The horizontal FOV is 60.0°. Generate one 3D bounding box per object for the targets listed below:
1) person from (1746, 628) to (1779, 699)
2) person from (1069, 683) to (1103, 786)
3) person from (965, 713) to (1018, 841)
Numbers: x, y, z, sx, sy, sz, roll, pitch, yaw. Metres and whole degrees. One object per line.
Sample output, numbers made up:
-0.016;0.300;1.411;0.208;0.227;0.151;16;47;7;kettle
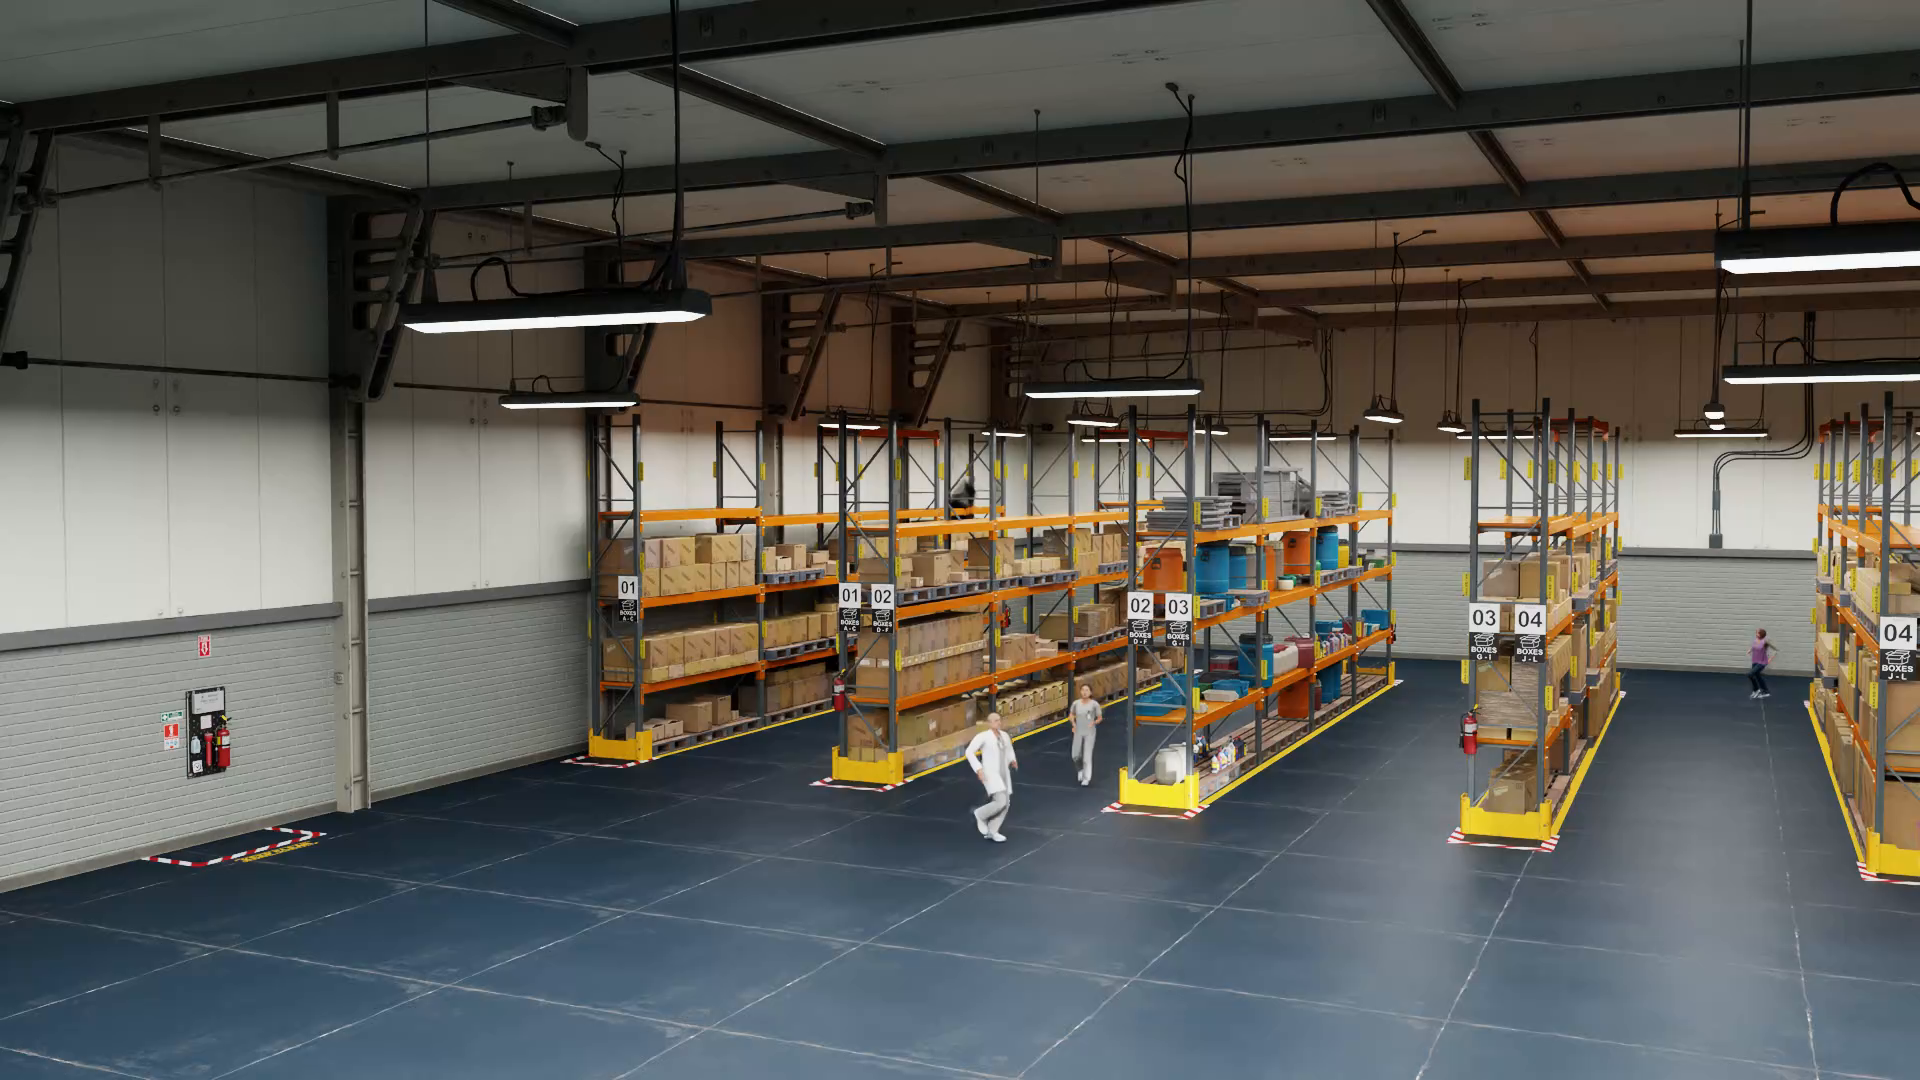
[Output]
17.571;2.720;36.488;0.636;1.567;0.610;0;2;-10;person
1.980;3.093;26.433;0.558;1.625;0.567;1;2;14;person
0.502;3.209;22.502;0.715;1.732;0.624;-2;3;-41;person
